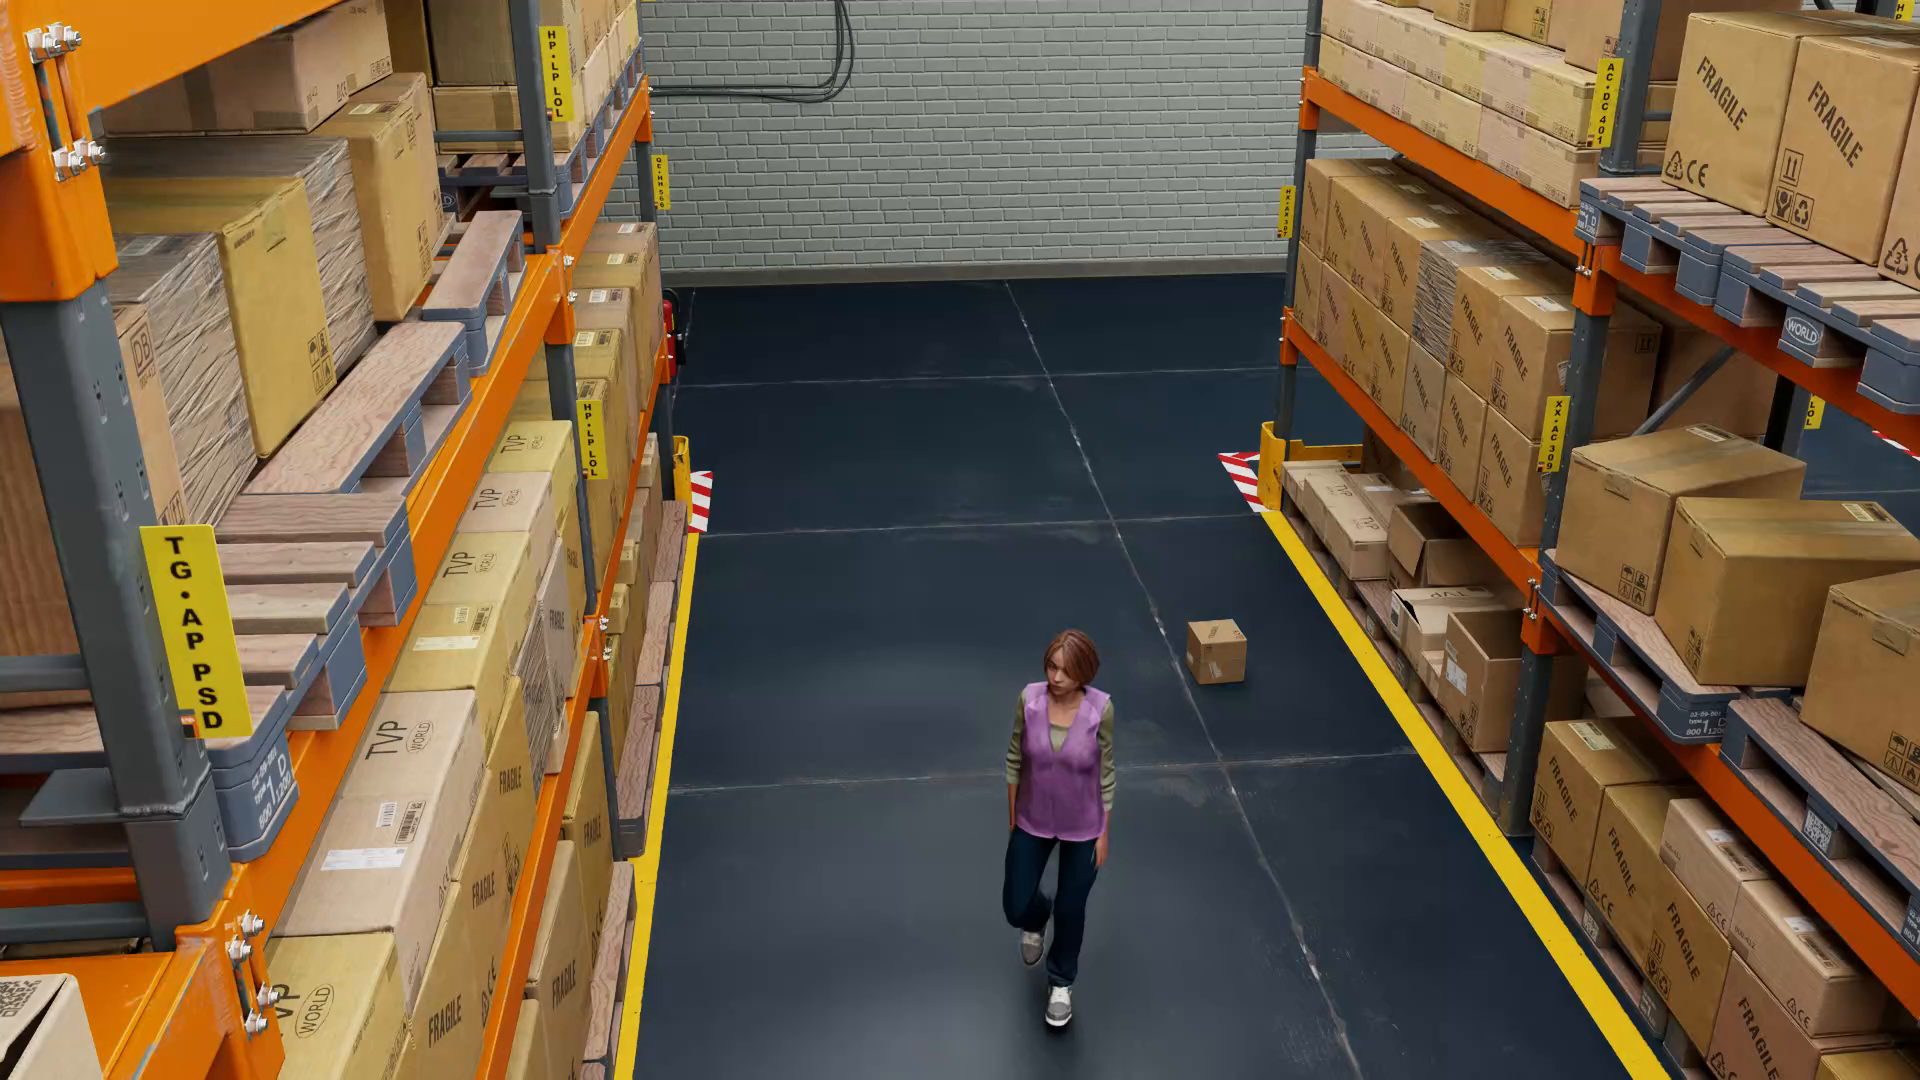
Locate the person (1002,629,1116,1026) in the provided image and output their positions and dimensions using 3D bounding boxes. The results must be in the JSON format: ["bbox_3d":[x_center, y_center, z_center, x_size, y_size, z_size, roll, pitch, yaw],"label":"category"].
[{"bbox_3d":[0.372,1.053,6.220,0.414,1.574,0.473,5,25,11],"label":"person"}]
